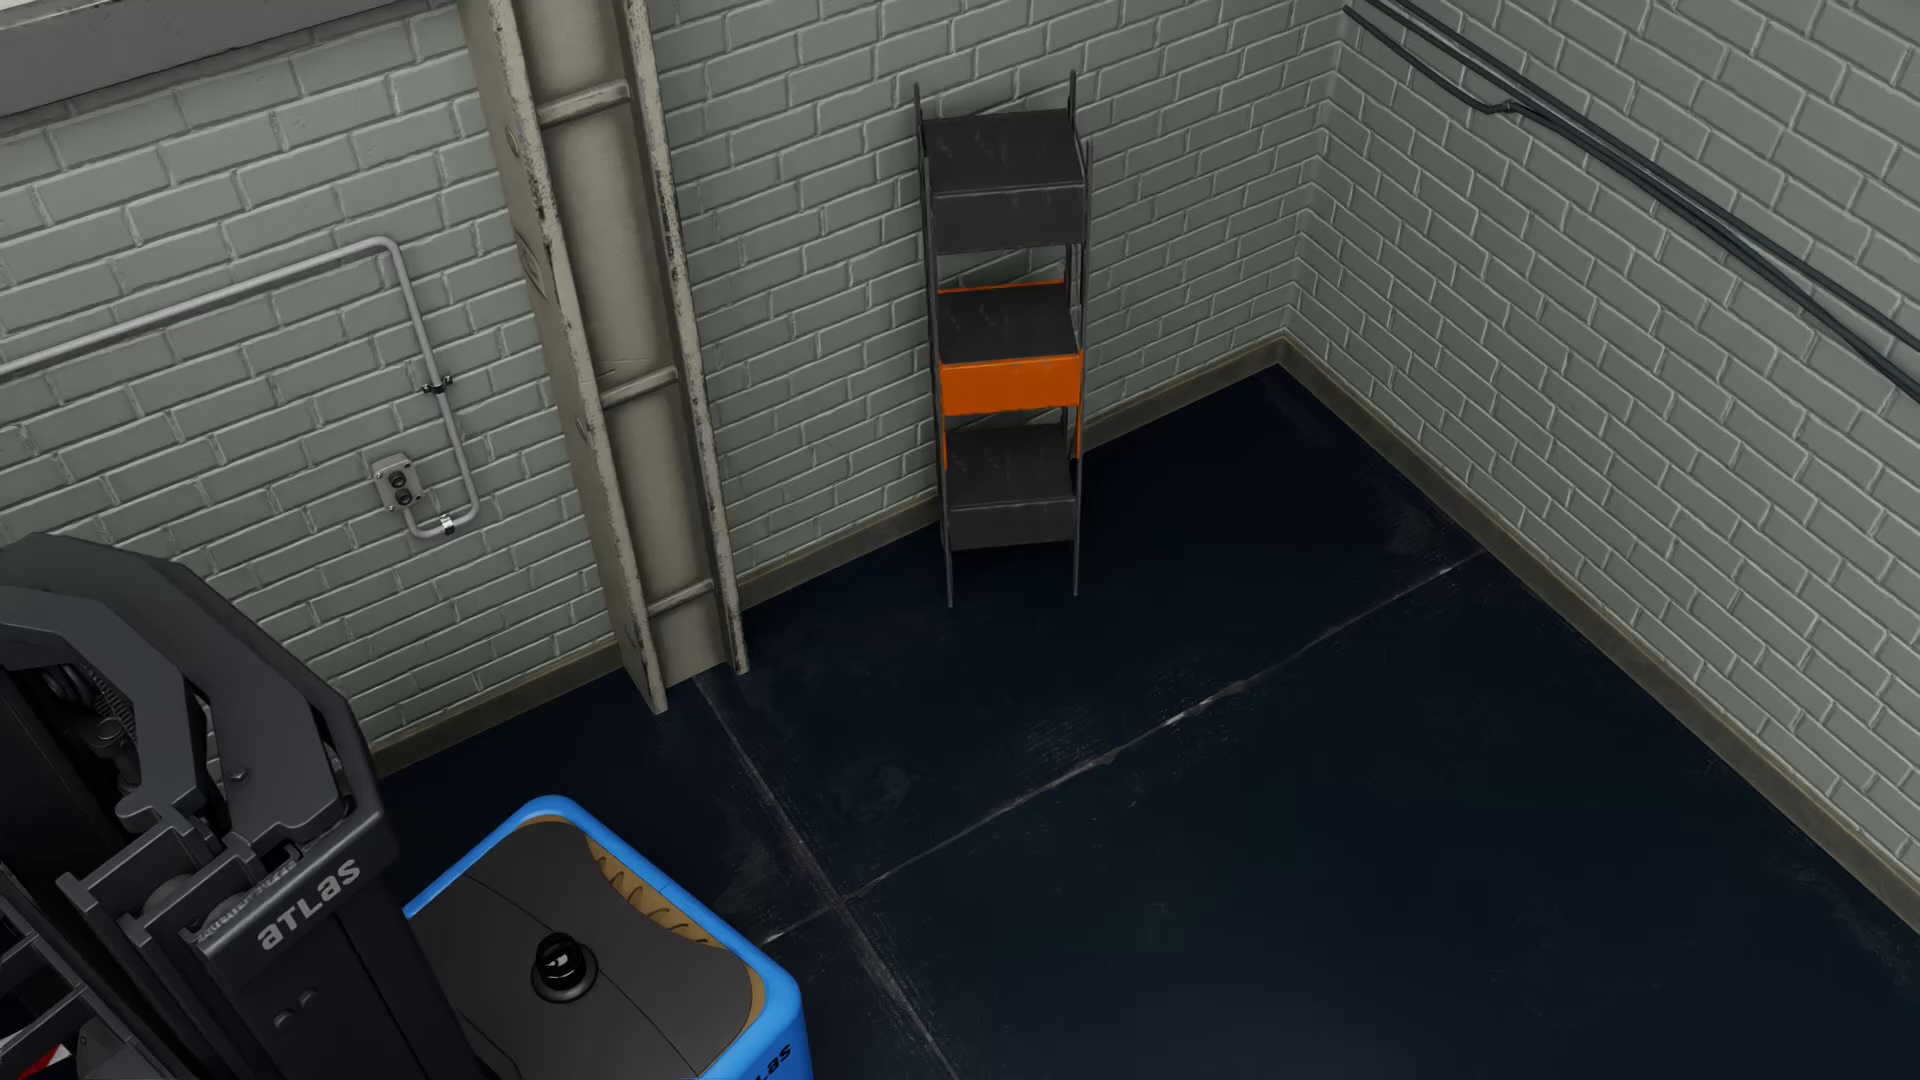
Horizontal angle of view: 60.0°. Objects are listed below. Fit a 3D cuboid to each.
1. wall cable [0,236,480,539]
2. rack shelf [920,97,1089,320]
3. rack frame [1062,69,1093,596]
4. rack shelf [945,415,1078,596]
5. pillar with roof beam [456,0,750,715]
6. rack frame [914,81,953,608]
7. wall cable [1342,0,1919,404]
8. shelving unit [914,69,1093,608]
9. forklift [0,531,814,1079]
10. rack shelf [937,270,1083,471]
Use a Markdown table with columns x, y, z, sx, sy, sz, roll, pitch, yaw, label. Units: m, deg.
| x | y | z | sx | sy | sz | roll | pitch | yaw | label |
| --- | --- | --- | --- | --- | --- | --- | --- | --- | --- |
| -2.280 | -0.351 | 4.319 | 1.851 | 1.984 | 0.084 | -25 | 53 | -21 | wall cable |
| 0.136 | -1.052 | 5.296 | 0.480 | 0.518 | 0.431 | -5 | 49 | -2 | rack shelf |
| 0.400 | -0.621 | 5.821 | 0.015 | 2.100 | 0.400 | -5 | 49 | -2 | rack frame |
| 0.179 | -0.129 | 6.348 | 0.480 | 0.518 | 0.431 | -5 | 49 | -2 | rack shelf |
| 1.260 | 0.196 | 0.495 | 0.400 | 9.000 | 9.100 | -25 | 53 | -21 | pillar with roof beam |
| -0.086 | -0.578 | 5.802 | 0.015 | 2.100 | 0.400 | -5 | 49 | -2 | rack frame |
| 2.116 | -1.896 | 4.437 | 0.112 | 2.526 | 3.097 | -25 | 53 | -21 | wall cable |
| 0.157 | -0.599 | 5.812 | 0.503 | 2.100 | 0.431 | -5 | 49 | -2 | shelving unit |
| -1.715 | 1.506 | 3.391 | 1.130 | 2.935 | 3.031 | 32 | 55 | 25 | forklift |
| 0.157 | -0.590 | 5.822 | 0.480 | 0.518 | 0.431 | -5 | 49 | -2 | rack shelf |
